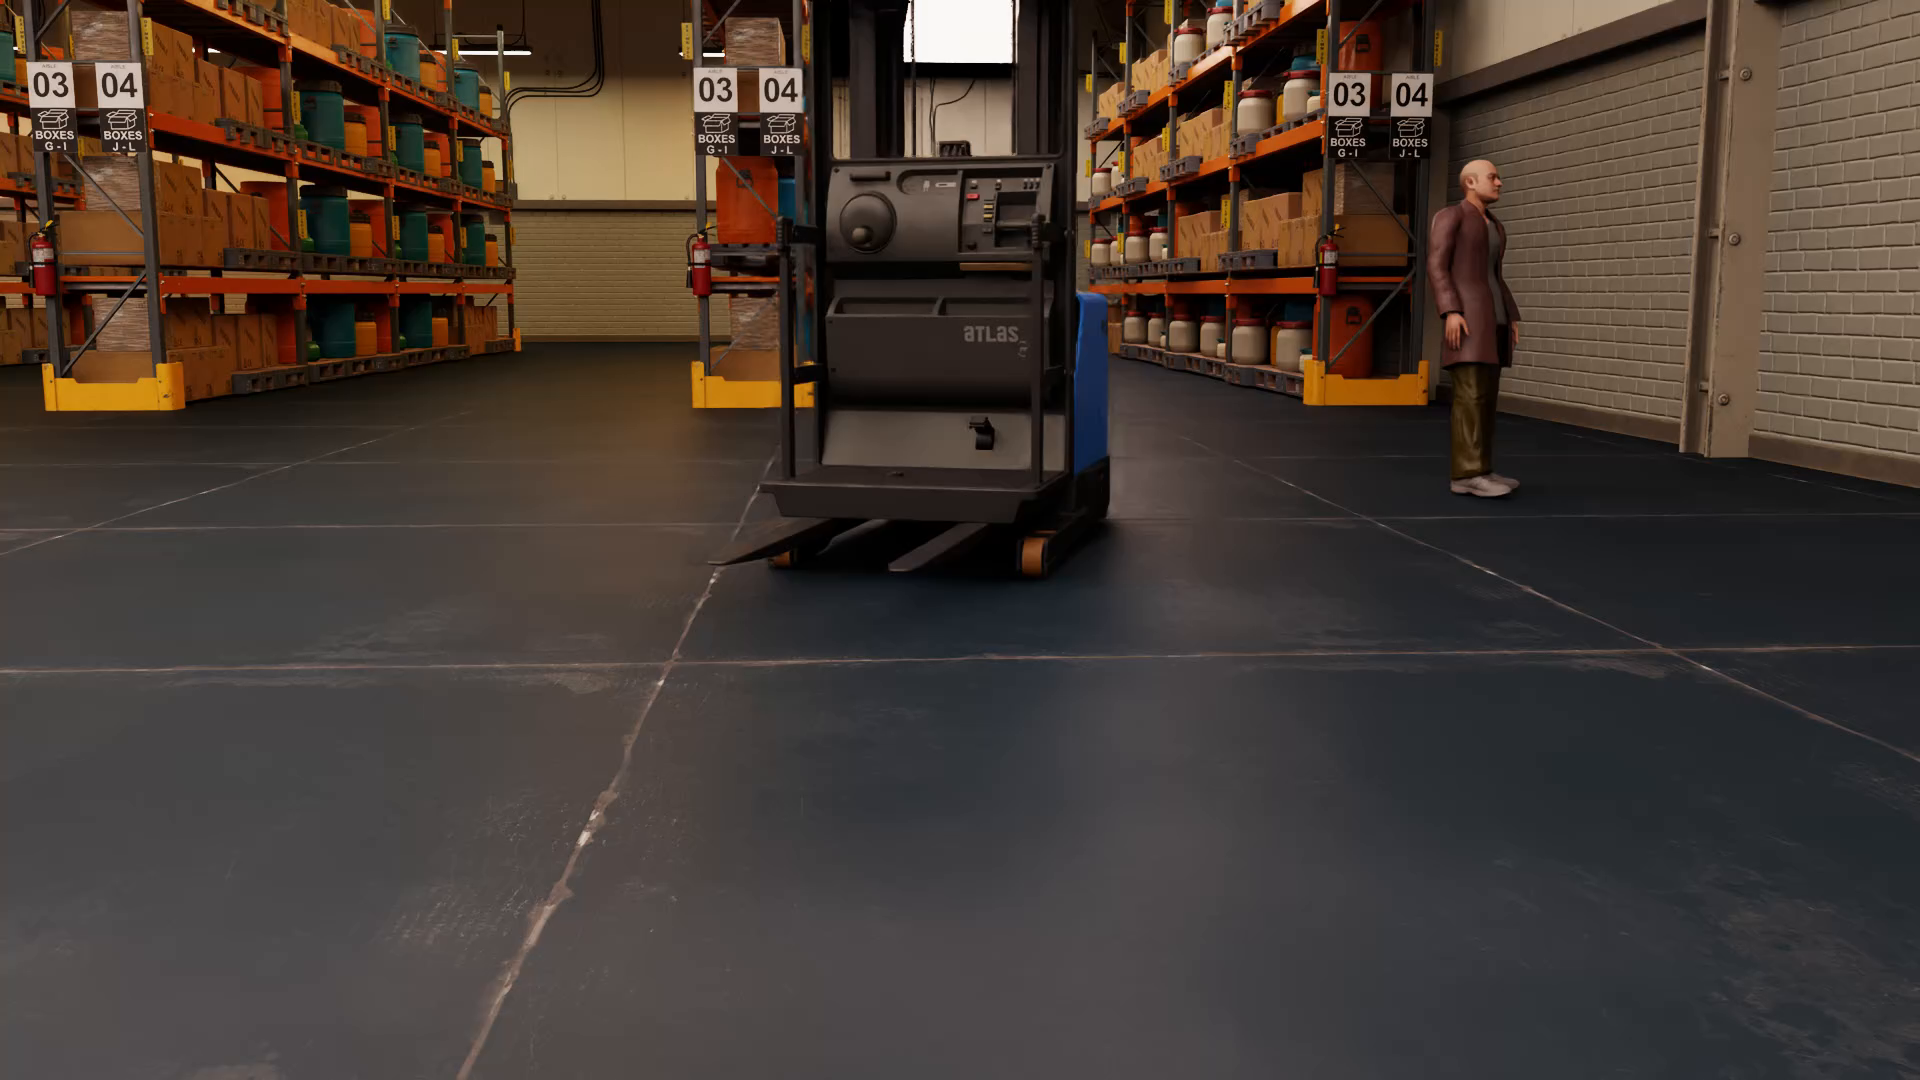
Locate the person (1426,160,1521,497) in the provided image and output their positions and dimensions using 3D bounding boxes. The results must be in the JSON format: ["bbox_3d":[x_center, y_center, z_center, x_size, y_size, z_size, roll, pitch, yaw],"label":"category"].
[{"bbox_3d":[2.869,-1.147,8.947,0.705,1.779,0.582,-8,11,-42],"label":"person"}]

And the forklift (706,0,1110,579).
[{"bbox_3d":[-0.130,-1.361,6.499,1.130,2.935,3.031,2,9,13],"label":"forklift"}]
